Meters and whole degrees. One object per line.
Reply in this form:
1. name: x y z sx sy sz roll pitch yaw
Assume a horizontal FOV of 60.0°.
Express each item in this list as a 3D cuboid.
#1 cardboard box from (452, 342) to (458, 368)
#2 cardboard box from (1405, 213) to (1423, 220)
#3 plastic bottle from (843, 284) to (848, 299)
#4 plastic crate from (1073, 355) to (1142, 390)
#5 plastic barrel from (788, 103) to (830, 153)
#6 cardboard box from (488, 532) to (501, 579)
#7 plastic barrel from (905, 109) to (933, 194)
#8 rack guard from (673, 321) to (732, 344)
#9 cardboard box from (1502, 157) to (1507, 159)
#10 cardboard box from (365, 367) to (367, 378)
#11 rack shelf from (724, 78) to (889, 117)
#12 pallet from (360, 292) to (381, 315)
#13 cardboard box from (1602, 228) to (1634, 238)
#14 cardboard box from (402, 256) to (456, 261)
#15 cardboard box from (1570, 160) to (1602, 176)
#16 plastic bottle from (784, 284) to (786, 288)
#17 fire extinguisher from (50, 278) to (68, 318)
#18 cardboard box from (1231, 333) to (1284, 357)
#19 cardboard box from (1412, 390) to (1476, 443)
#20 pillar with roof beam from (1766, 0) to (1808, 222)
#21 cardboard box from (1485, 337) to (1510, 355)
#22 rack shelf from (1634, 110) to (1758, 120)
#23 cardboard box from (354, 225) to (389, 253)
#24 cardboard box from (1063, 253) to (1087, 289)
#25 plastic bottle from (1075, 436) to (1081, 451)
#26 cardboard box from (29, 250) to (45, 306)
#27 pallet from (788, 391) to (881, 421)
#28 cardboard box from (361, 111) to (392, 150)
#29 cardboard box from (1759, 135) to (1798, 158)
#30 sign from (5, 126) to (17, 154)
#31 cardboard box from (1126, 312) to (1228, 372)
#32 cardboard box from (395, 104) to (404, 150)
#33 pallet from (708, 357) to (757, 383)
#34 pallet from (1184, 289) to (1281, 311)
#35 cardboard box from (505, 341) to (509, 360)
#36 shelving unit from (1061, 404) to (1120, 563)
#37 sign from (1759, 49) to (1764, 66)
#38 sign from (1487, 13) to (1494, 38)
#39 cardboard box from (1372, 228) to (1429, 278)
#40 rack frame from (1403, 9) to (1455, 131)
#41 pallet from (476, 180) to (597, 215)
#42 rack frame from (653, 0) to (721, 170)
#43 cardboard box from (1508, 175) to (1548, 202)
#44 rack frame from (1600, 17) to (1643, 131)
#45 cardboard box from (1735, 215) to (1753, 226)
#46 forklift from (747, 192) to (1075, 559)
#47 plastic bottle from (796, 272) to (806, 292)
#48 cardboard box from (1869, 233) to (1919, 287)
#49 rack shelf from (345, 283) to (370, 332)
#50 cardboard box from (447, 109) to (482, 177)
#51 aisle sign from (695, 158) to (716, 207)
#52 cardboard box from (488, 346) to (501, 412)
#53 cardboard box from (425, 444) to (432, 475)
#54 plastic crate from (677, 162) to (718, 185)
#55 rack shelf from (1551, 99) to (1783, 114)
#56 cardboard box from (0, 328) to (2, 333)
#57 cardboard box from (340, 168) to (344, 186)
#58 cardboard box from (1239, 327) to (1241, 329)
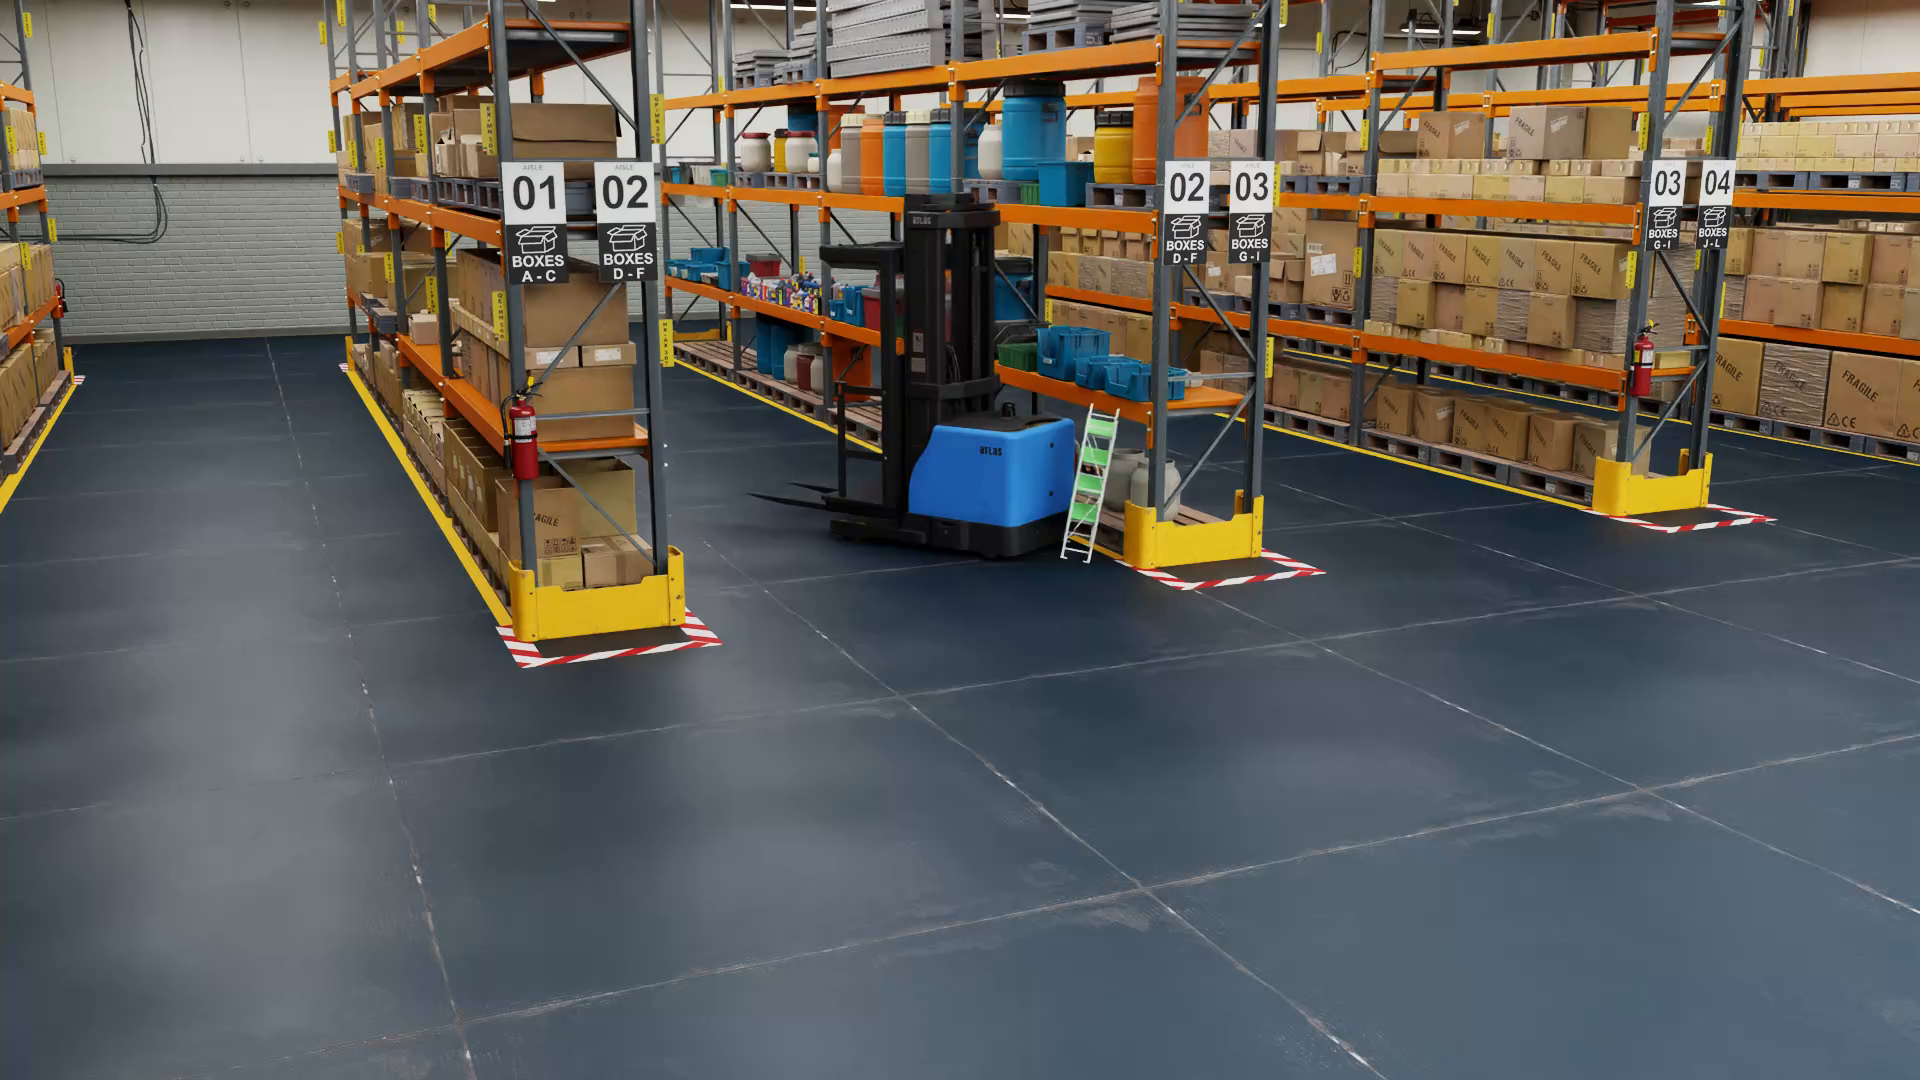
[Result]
1. cardboard box: -4.669 -1.779 15.704 0.396 0.266 0.258 -6 14 -24
2. cardboard box: 9.134 -6.359 32.754 0.500 0.500 0.500 -6 14 -24
3. plastic bottle: -1.509 -3.258 22.051 0.061 0.283 0.133 -6 14 -23
4. plastic crate: 1.264 -1.439 14.264 0.499 0.251 0.408 -6 14 -23
5. plastic barrel: -1.989 -5.351 22.141 0.600 0.901 0.708 -6 14 -23
6. cardboard box: -3.243 0.095 12.473 0.500 0.250 0.500 -6 14 -23
7. plastic barrel: -0.273 -4.053 17.464 0.600 0.901 0.600 0 13 0
8. rack guard: -4.437 -3.392 27.916 1.175 0.500 0.348 -6 14 -23
9. cardboard box: 7.900 -5.336 23.526 0.380 0.149 0.250 -6 14 -25
10. cardboard box: -8.047 -2.322 23.098 0.380 0.149 0.250 -6 14 -23
11. rack shelf: -2.012 -5.744 21.711 1.077 0.370 4.000 -6 14 -23
12. pallet: -7.133 -3.064 21.383 1.003 0.211 1.213 -6 14 -23
13. cardboard box: 8.900 -3.849 21.910 0.700 0.500 0.500 -6 14 -23
14. cardboard box: -6.589 -3.227 20.505 0.700 0.500 0.500 -10 16 -37
15. cardboard box: 5.928 -3.470 15.507 0.380 0.149 0.250 -6 14 -25
16. plastic bottle: -2.293 -3.249 22.012 0.061 0.283 0.133 -6 14 -23
17. fire extinguisher: -13.131 -3.564 24.117 0.296 0.674 0.183 -6 14 -23
18. cardboard box: 3.845 -2.518 21.501 0.500 0.250 0.500 -4 14 -17
19. cardboard box: 5.290 -1.357 18.192 0.500 0.500 0.500 -1 13 -5
20. pillar with roof beam: 11.954 -8.330 30.405 9.100 9.000 0.548 -6 14 -23
21. cardboard box: 5.531 -1.966 16.768 0.380 0.149 0.250 -6 14 -23
22. rack shelf: 14.551 -8.555 32.978 1.077 0.370 4.000 -6 14 -23
23. cardboard box: -8.001 -4.055 22.800 0.500 0.500 0.500 -6 14 -24
24. cardboard box: 1.882 -4.054 25.012 0.500 0.500 0.500 -6 14 -23
25. plastic bottle: 1.120 -0.837 16.233 0.144 0.351 0.185 -6 14 -23
26. cardboard box: -12.681 -3.445 21.937 0.980 0.700 0.700 -6 14 -26
27. pallet: -1.565 -1.754 21.478 1.003 0.211 1.213 -6 14 -23
28. cardboard box: -7.583 -5.427 22.074 0.700 0.500 0.500 -6 14 -23
29. cardboard box: 9.658 -4.557 19.275 0.500 0.250 0.500 -6 14 -23
30. sign: -11.397 -4.802 19.969 0.100 0.325 0.005 -6 14 -23
31. cardboard box: 3.070 -2.714 23.226 1.225 0.875 0.875 -6 14 -26
32. cardboard box: -6.124 -4.700 18.931 0.500 0.500 0.500 -6 14 -23
33. pallet: -3.143 -2.569 25.003 1.003 0.211 1.213 -6 14 -23
34. pallet: 3.710 -3.169 21.836 1.213 0.211 1.003 -6 14 -23
35. cardboard box: -3.083 -1.387 12.049 0.380 0.149 0.250 -6 14 -24
36. shelving unit: 1.066 -0.467 13.612 0.258 1.200 0.503 11 17 4
37. sign: 14.847 -8.942 30.802 0.100 0.325 0.005 -6 14 -23
38. sign: 7.419 -7.193 23.243 0.100 0.325 0.005 -6 14 -23
39. cardboard box: 4.877 -3.139 18.180 0.500 0.500 0.500 -6 14 -23
40. rack frame: 9.203 -8.871 32.742 1.000 3.000 0.127 -6 14 -23
41. pallet: -2.806 -2.420 11.718 1.003 0.211 1.213 -6 14 -23
42. rack frame: -4.416 -7.528 26.941 1.000 3.000 0.127 -6 14 -23
43. cardboard box: 5.706 -3.422 16.183 0.500 0.250 0.500 -5 14 -22
44. rack frame: 13.749 -9.320 34.682 1.000 3.000 0.127 -6 14 -23
45. cardboard box: 12.434 -4.955 26.688 0.500 0.500 0.500 -6 14 -25
46. forklift: -0.516 -1.508 14.386 3.031 2.935 1.130 9 16 34
47. plastic bottle: -2.203 -3.544 23.138 0.144 0.351 0.185 -6 14 -23
48. cardboard box: 10.599 -3.087 18.329 0.875 0.550 0.550 -6 14 -23
49. rack shelf: -8.154 -3.395 23.984 1.077 0.370 4.000 -6 14 -23
50. cardboard box: -3.605 -3.113 13.043 0.797 0.503 0.637 -4 14 -17
51. aisle sign: -4.176 -5.914 27.503 0.394 0.787 0.004 -6 14 -23
52. cardboard box: -3.344 -1.319 13.196 0.700 0.500 0.500 -5 14 -21
53. cardboard box: -4.987 -0.815 16.404 0.500 0.250 0.500 -5 14 -22
54. plastic crate: -4.055 -5.696 25.815 0.504 0.338 0.767 -6 14 -23
55. rack shelf: 11.606 -7.086 27.512 1.077 0.370 4.000 -6 14 -23
56. cardboard box: -10.330 -2.150 17.519 0.380 0.149 0.250 -5 14 -21
57. cardboard box: -8.794 -5.314 24.357 0.500 0.250 0.500 -6 14 -23
58. cardboard box: 5.122 -3.895 29.939 0.380 0.149 0.250 -6 14 -26
